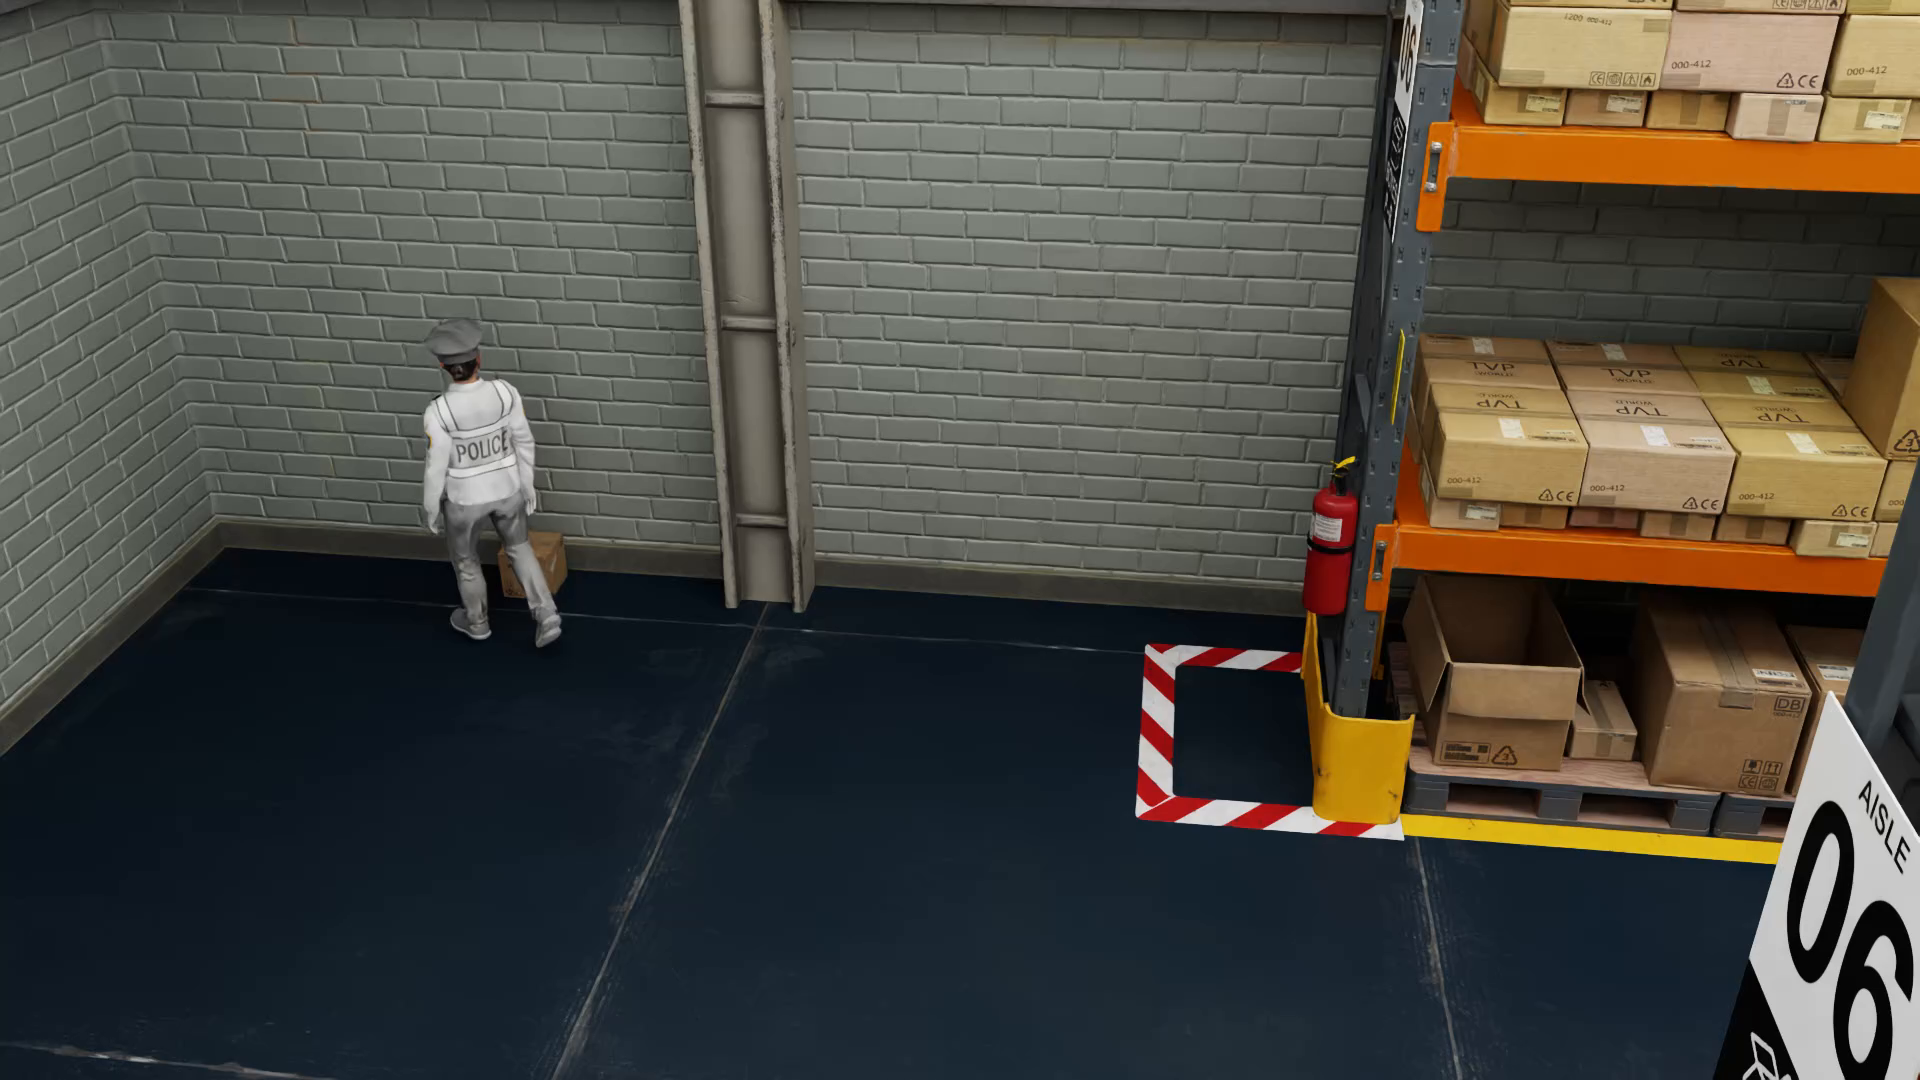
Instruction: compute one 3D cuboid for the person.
[{"bbox_3d":[-2.177,-0.223,7.525,0.519,1.640,0.742,-19,34,-31],"label":"person"}]
